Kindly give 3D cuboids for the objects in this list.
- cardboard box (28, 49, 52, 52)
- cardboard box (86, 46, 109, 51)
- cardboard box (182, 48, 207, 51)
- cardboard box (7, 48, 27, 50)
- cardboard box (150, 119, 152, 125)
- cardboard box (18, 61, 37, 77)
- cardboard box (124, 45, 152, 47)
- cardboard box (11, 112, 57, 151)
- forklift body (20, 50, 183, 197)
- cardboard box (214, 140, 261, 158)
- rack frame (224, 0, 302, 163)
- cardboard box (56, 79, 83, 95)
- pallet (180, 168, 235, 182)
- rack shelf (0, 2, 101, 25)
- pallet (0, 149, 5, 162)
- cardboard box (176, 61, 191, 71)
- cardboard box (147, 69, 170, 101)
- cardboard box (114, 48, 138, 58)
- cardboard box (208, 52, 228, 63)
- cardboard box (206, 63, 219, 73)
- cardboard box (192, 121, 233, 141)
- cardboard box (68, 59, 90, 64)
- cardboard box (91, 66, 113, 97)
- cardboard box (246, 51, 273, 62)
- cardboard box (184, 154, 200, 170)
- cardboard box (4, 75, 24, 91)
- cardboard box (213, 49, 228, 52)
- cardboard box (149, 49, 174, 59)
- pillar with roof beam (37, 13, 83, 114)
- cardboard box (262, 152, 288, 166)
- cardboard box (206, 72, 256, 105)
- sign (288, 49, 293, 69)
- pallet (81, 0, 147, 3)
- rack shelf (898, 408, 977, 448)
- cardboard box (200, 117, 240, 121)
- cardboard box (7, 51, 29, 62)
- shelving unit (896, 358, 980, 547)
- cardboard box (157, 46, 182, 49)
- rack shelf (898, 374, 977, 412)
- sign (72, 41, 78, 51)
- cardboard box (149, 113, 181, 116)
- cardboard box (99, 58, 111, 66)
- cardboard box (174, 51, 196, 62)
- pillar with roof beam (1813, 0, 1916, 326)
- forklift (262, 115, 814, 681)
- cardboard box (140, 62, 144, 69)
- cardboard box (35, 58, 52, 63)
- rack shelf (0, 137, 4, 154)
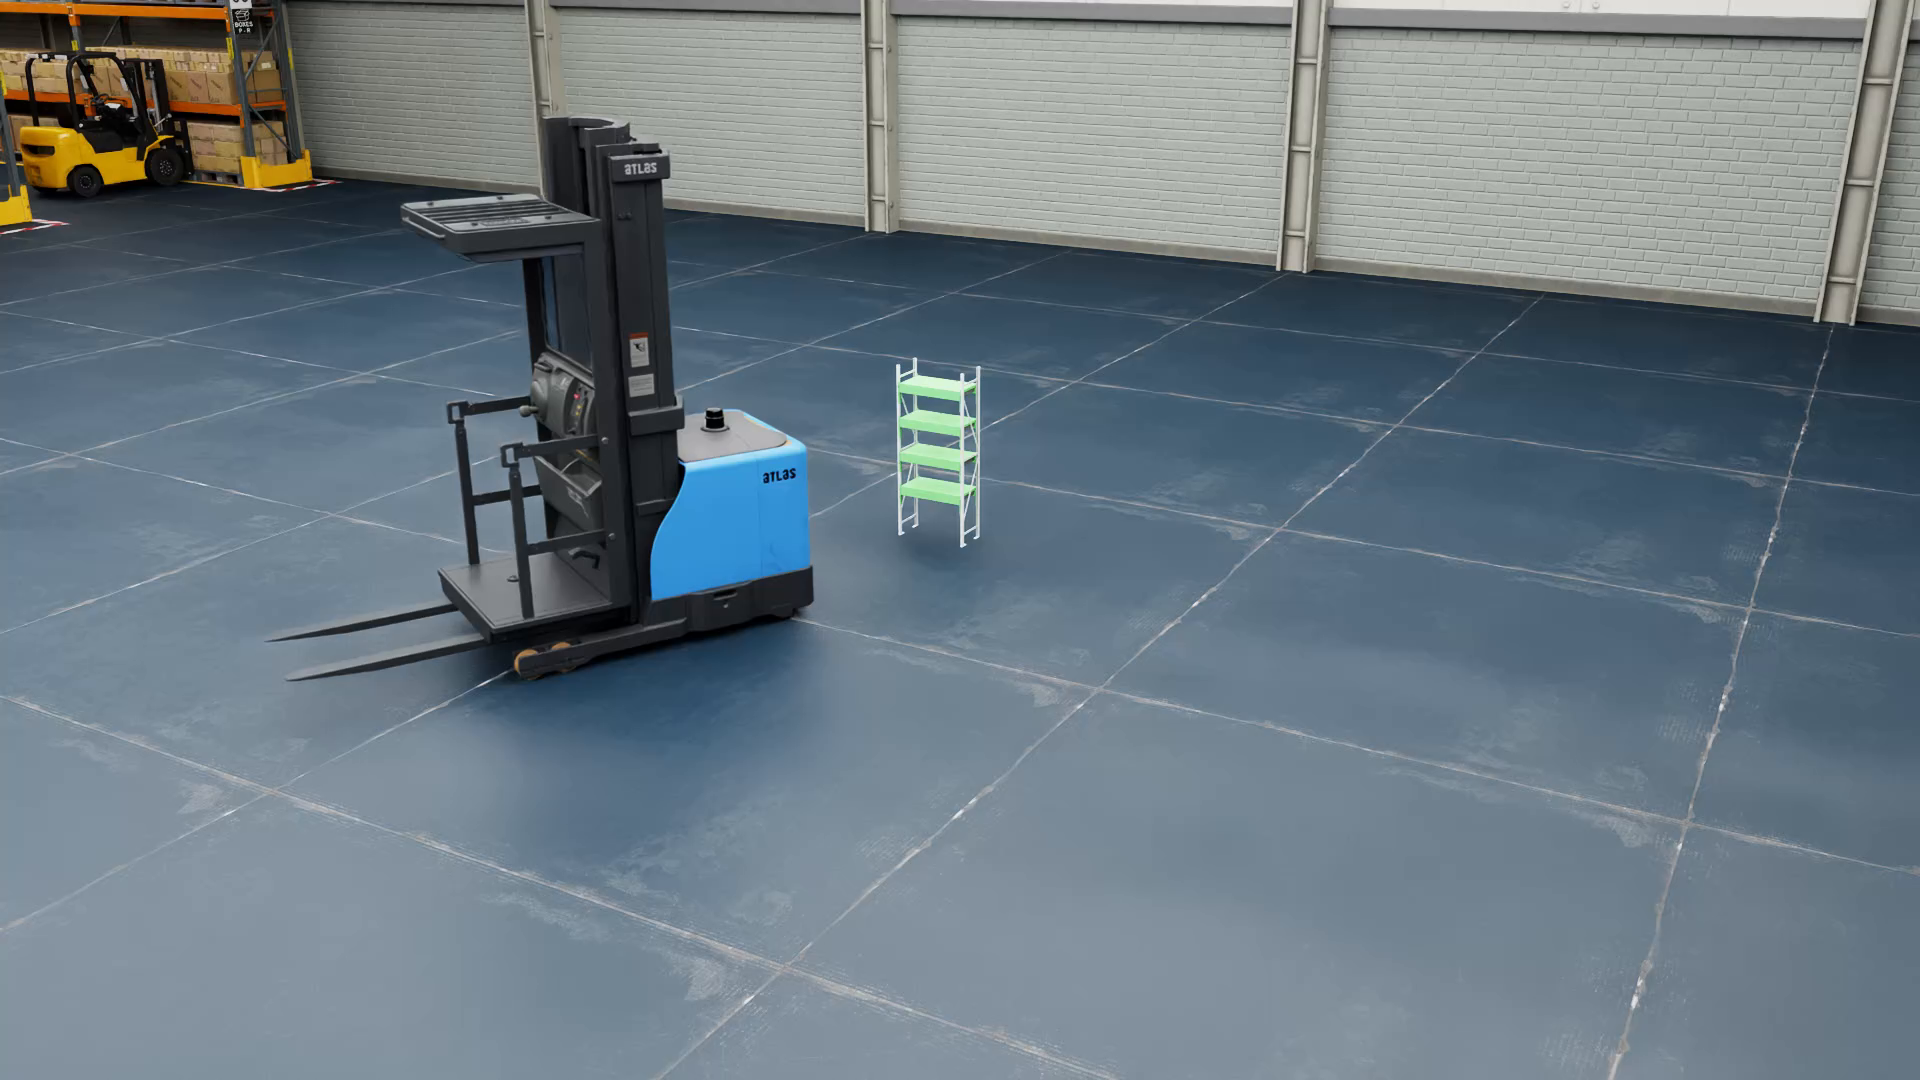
[{"bbox_3d":[-16.646,-8.808,30.150,0.250,0.149,0.380,12,23,29],"label":"cardboard box"},{"bbox_3d":[-14.753,-8.385,28.547,0.250,0.149,0.380,11,23,28],"label":"cardboard box"},{"bbox_3d":[-12.920,-8.246,28.165,0.250,0.149,0.380,11,23,28],"label":"cardboard box"},{"bbox_3d":[-17.268,-8.966,30.586,0.250,0.149,0.380,10,22,26],"label":"cardboard box"},{"bbox_3d":[-13.735,-7.068,28.401,0.500,0.250,0.500,12,23,29],"label":"cardboard box"},{"bbox_3d":[-16.336,-8.375,29.540,0.500,0.250,0.500,11,23,28],"label":"cardboard box"},{"bbox_3d":[-14.261,-8.509,28.889,0.250,0.149,0.380,10,22,26],"label":"cardboard box"},{"bbox_3d":[-16.678,-7.455,30.384,0.625,0.625,0.875,10,22,25],"label":"cardboard box"},{"bbox_3d":[-13.939,-6.742,26.798,1.214,2.155,2.313,11,23,27],"label":"forklift body"},{"bbox_3d":[-11.972,-6.497,27.560,0.500,0.250,0.500,10,22,27],"label":"cardboard box"},{"bbox_3d":[-11.394,-7.369,27.281,0.127,3.000,1.000,11,23,27],"label":"rack frame"},{"bbox_3d":[-15.454,-7.970,29.157,0.500,0.250,0.500,11,23,29],"label":"cardboard box"},{"bbox_3d":[-13.143,-6.376,28.633,1.213,0.211,1.003,11,23,27],"label":"pallet"},{"bbox_3d":[-16.632,-9.439,29.643,4.000,0.370,1.077,11,23,27],"label":"rack shelf"},{"bbox_3d":[-17.679,-7.240,31.015,1.213,0.211,1.003,11,23,27],"label":"pallet"},{"bbox_3d":[-12.735,-7.865,27.551,0.250,0.149,0.380,10,22,26],"label":"cardboard box"},{"bbox_3d":[-13.292,-7.674,27.976,0.500,0.500,0.500,11,23,28],"label":"cardboard box"},{"bbox_3d":[-14.079,-8.255,28.190,0.250,0.149,0.380,11,23,28],"label":"cardboard box"},{"bbox_3d":[-12.040,-7.890,27.182,0.250,0.149,0.380,11,23,27],"label":"cardboard box"},{"bbox_3d":[-12.071,-7.729,27.176,0.250,0.149,0.380,11,23,28],"label":"cardboard box"},{"bbox_3d":[-12.397,-6.811,27.693,0.500,0.250,0.500,11,23,28],"label":"cardboard box"},{"bbox_3d":[-15.293,-8.377,28.962,0.250,0.149,0.380,12,23,29],"label":"cardboard box"},{"bbox_3d":[-14.626,-7.930,28.681,0.500,0.500,0.500,10,22,26],"label":"cardboard box"},{"bbox_3d":[-11.583,-7.980,27.432,0.250,0.149,0.380,10,22,26],"label":"cardboard box"},{"bbox_3d":[-12.820,-6.429,28.107,0.500,0.250,0.500,11,23,28],"label":"cardboard box"},{"bbox_3d":[-16.768,-8.227,29.866,0.500,0.250,0.500,12,23,29],"label":"cardboard box"},{"bbox_3d":[-12.241,-8.119,27.815,0.250,0.149,0.380,11,23,28],"label":"cardboard box"},{"bbox_3d":[-13.363,-8.158,27.922,0.250,0.149,0.380,11,23,28],"label":"cardboard box"},{"bbox_3d":[-18.900,-10.290,26.535,0.400,9.000,9.100,11,23,27],"label":"pillar with roof beam"},{"bbox_3d":[-11.728,-6.414,28.064,0.500,0.250,0.500,11,23,28],"label":"cardboard box"},{"bbox_3d":[-11.952,-7.420,27.274,0.500,0.500,0.500,10,22,26],"label":"cardboard box"},{"bbox_3d":[-11.118,-7.978,27.573,0.005,0.325,0.100,11,23,27],"label":"sign"},{"bbox_3d":[-14.129,-9.269,28.249,1.213,0.211,1.003,11,23,27],"label":"pallet"},{"bbox_3d":[-0.145,-0.757,11.176,0.480,0.148,0.258,11,23,27],"label":"rack shelf"},{"bbox_3d":[-12.591,-7.049,28.348,0.500,0.250,0.500,11,22,27],"label":"cardboard box"},{"bbox_3d":[-16.692,-8.602,29.581,0.250,0.149,0.380,10,22,26],"label":"cardboard box"},{"bbox_3d":[-0.145,-0.592,11.236,0.503,1.200,0.258,11,23,27],"label":"shelving unit"},{"bbox_3d":[-13.558,-8.397,28.580,0.250,0.149,0.380,10,22,26],"label":"cardboard box"},{"bbox_3d":[-0.145,-0.983,11.095,0.480,0.148,0.258,11,23,27],"label":"rack shelf"},{"bbox_3d":[-15.142,-8.378,28.482,0.005,0.325,0.100,11,23,27],"label":"sign"},{"bbox_3d":[-13.913,-7.305,29.055,0.500,0.250,0.500,10,22,27],"label":"cardboard box"},{"bbox_3d":[-14.509,-8.212,28.508,0.250,0.149,0.380,11,23,29],"label":"cardboard box"},{"bbox_3d":[-12.744,-7.999,27.483,0.250,0.149,0.380,11,23,29],"label":"cardboard box"},{"bbox_3d":[7.290,-5.301,12.781,0.400,9.000,9.100,11,23,27],"label":"pillar with roof beam"},{"bbox_3d":[-2.412,-0.805,9.286,3.031,2.935,1.130,-12,23,-30],"label":"forklift"},{"bbox_3d":[-13.633,-8.034,28.015,0.250,0.149,0.380,10,22,26],"label":"cardboard box"},{"bbox_3d":[-16.009,-8.475,29.233,0.250,0.149,0.380,10,22,26],"label":"cardboard box"},{"bbox_3d":[-15.558,-5.885,24.246,4.000,0.370,1.077,11,23,27],"label":"rack shelf"}]
